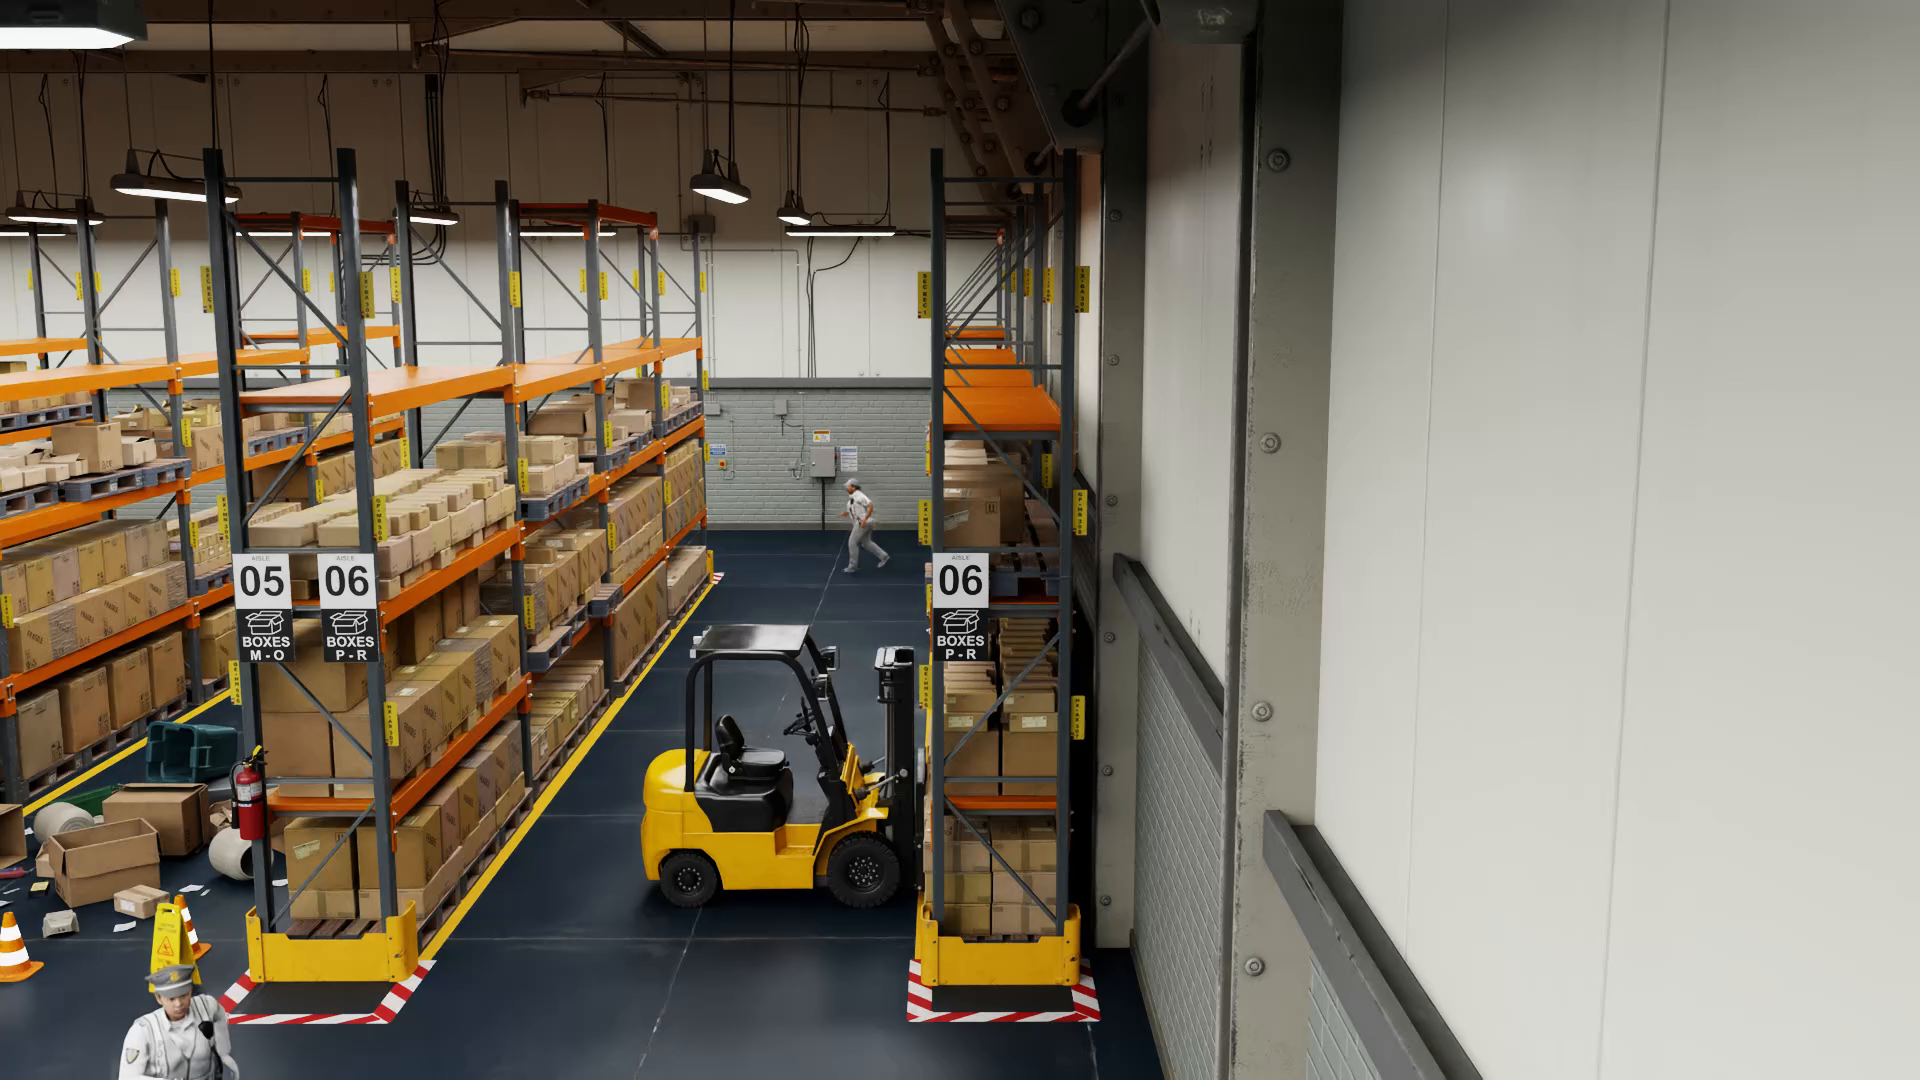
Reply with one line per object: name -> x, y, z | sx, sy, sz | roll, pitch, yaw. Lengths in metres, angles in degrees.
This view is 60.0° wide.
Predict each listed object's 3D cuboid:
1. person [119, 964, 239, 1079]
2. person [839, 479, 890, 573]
person -> -4.129, 2.969, 8.808 | 0.605, 1.658, 0.911 | -7, 11, -36
person -> -1.656, -0.263, 29.018 | 0.893, 1.638, 0.592 | -2, 9, -11
